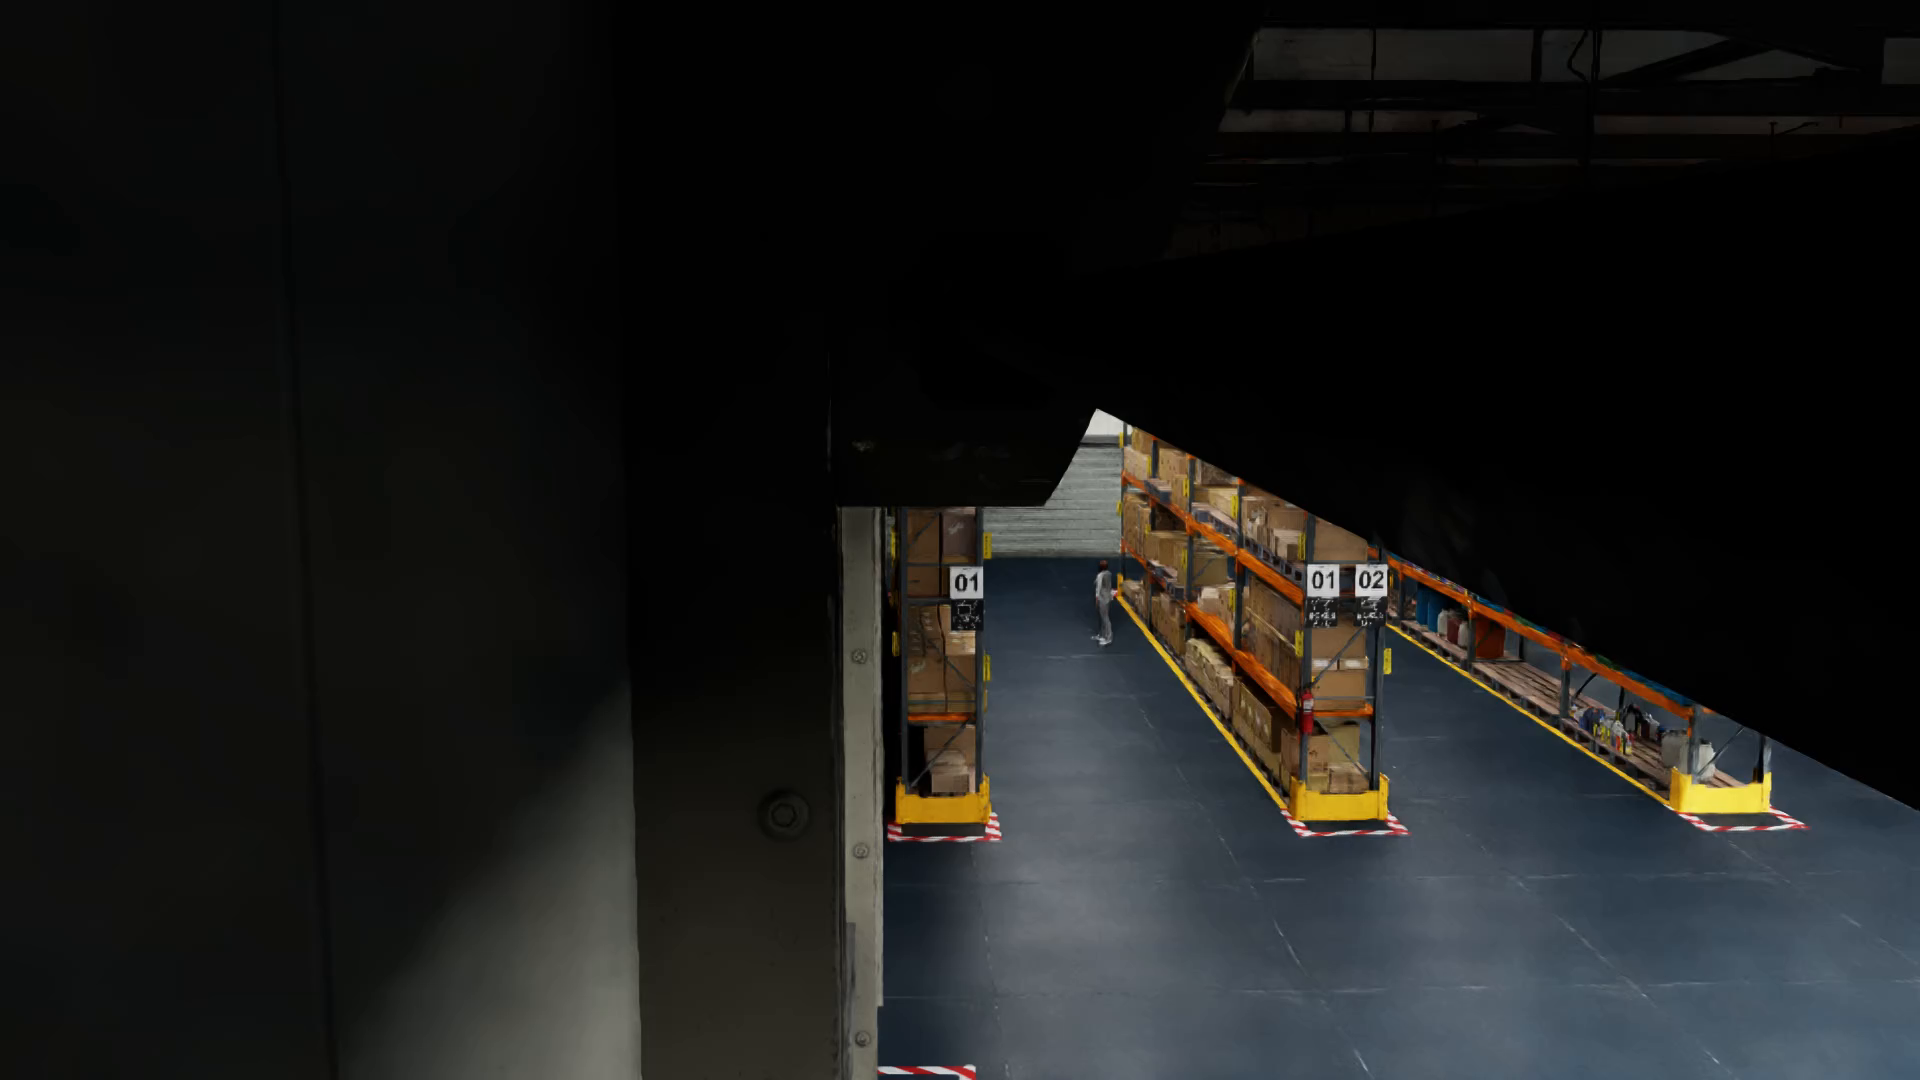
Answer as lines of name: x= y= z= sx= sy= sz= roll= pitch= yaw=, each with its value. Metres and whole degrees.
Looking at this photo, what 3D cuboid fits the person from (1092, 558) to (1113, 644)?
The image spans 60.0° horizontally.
person: x=2.687 y=1.134 z=31.335 sx=0.527 sy=1.592 sz=0.523 roll=5 pitch=9 yaw=30
